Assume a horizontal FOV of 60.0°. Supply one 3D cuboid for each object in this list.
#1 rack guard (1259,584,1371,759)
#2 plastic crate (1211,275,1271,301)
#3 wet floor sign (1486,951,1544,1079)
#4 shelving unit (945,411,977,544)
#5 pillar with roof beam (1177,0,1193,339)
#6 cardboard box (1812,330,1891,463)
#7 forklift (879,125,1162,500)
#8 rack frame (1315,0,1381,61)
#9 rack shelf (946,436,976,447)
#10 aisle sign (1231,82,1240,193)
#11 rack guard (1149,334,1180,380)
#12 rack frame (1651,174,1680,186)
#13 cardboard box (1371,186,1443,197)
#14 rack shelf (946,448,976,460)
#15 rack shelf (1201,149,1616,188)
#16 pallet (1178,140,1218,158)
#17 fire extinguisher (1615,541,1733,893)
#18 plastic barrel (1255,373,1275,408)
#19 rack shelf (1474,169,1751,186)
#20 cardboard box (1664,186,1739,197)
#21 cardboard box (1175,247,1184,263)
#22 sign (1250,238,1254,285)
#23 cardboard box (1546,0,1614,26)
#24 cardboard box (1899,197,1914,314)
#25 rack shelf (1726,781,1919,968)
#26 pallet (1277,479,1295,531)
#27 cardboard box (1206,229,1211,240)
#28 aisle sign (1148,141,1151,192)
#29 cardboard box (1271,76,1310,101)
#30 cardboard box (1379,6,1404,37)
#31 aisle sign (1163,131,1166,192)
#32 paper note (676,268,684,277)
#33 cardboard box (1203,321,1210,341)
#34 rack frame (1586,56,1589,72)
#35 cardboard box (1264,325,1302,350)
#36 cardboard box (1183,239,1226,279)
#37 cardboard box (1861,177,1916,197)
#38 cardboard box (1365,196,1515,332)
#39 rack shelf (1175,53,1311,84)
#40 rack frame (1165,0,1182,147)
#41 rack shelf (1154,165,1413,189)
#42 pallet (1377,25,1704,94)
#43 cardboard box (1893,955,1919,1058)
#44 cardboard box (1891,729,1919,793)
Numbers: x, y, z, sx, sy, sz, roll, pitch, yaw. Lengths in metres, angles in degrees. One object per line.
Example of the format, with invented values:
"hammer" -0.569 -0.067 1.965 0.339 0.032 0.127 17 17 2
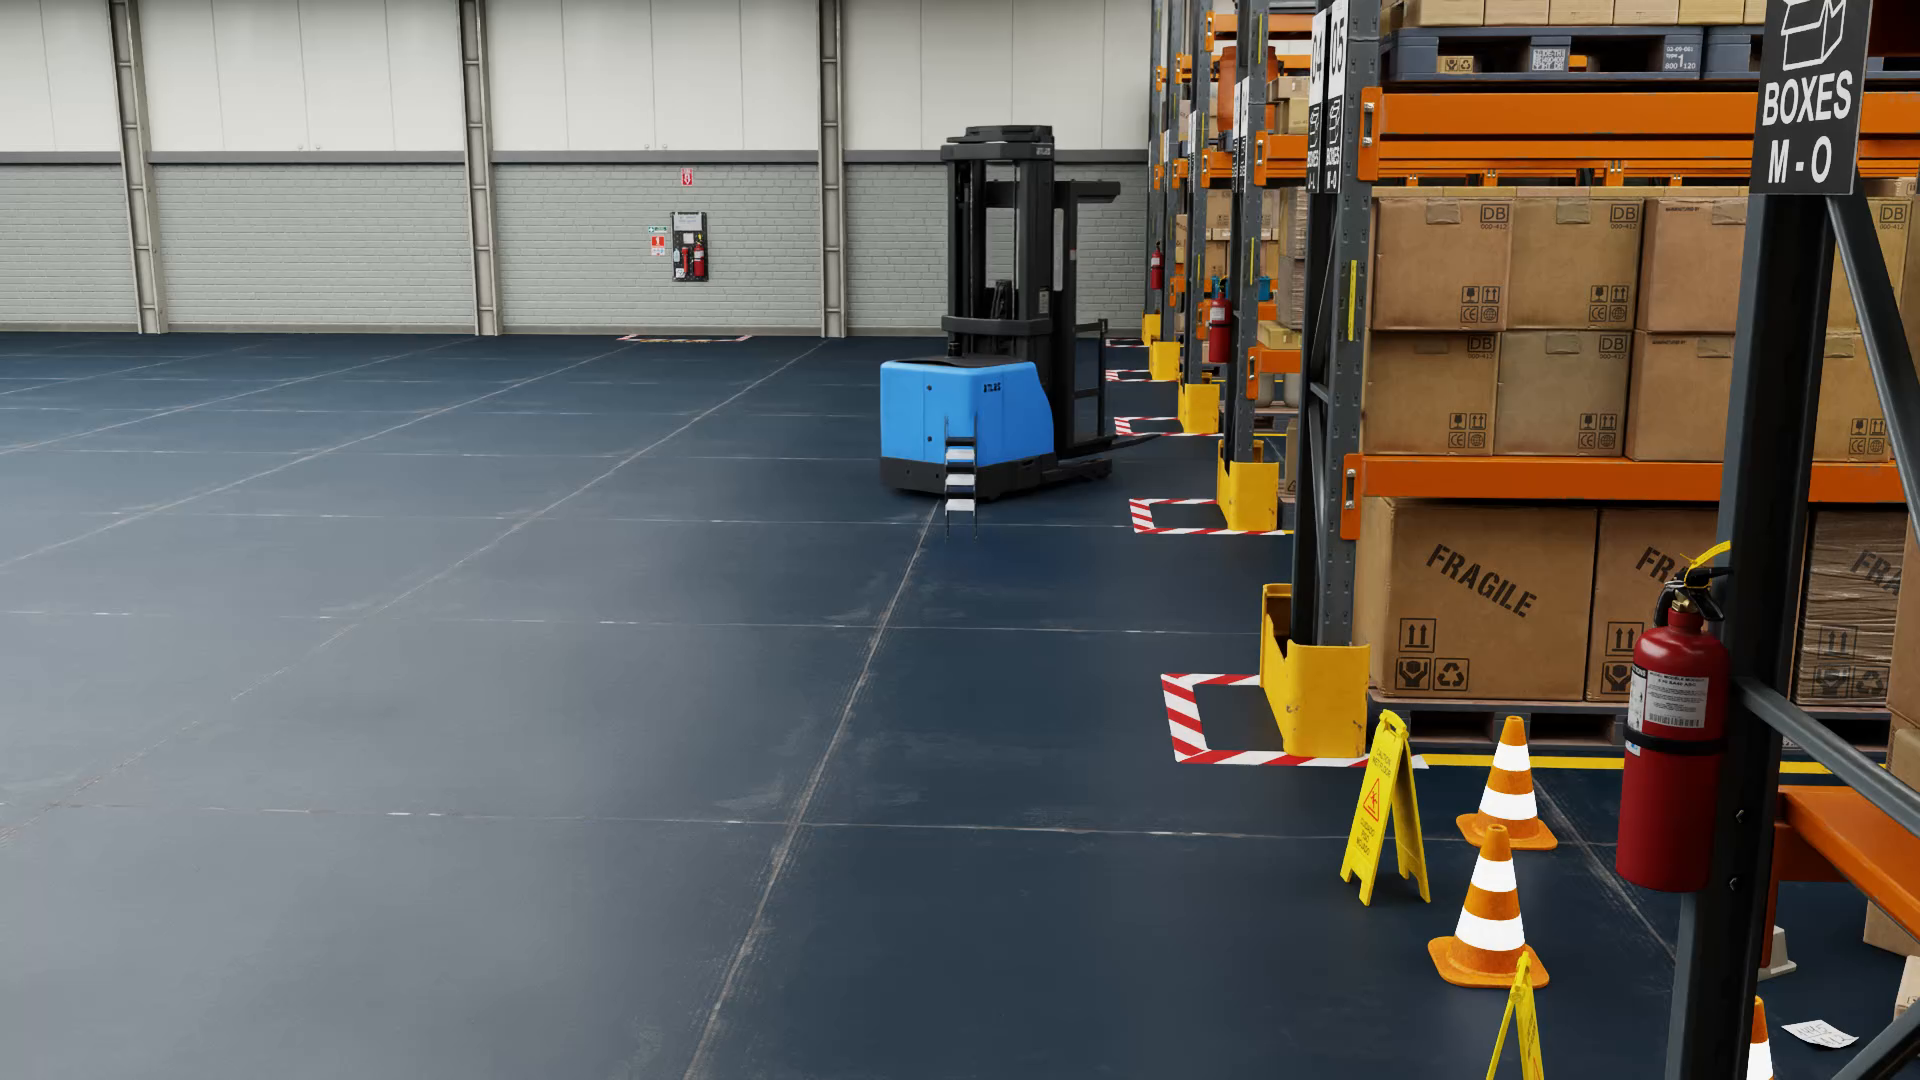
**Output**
"rack guard" 1.636 0.584 7.755 0.348 0.500 1.175 1 12 4
"plastic crate" 2.943 -2.644 17.447 0.616 0.251 0.499 1 12 4
"wet floor sign" 1.312 1.305 3.955 0.232 0.644 0.267 5 13 23
"shelving unit" 0.008 -0.440 11.675 0.210 0.900 0.258 1 12 4
"pillar with roof beam" 3.554 -6.911 22.828 0.400 9.000 9.100 1 12 4
"cardboard box" 3.666 -0.682 7.334 0.500 0.550 0.875 1 12 4
"forklift" 0.658 -1.993 14.140 1.130 2.935 3.031 9 15 38
"rack frame" 1.660 -3.576 6.883 0.127 3.000 1.000 1 12 4
"rack shelf" 0.008 -0.672 11.627 0.200 0.077 0.258 1 12 4
"aisle sign" 2.051 -2.986 12.366 0.004 0.787 0.394 1 12 4
"rack guard" 2.734 -2.452 22.267 0.348 0.500 1.175 1 12 4
"rack frame" 11.068 -4.577 26.324 0.127 3.000 1.000 1 12 4
"cardboard box" 3.122 -2.263 11.850 0.500 0.500 0.500 1 12 4
"rack shelf" 0.008 -0.584 11.645 0.200 0.077 0.258 1 12 4
"rack shelf" 4.419 -3.752 16.808 4.000 0.370 1.077 1 12 4
"pallet" 3.462 -5.085 21.640 1.213 0.211 1.003 1 12 4
"fire extinguisher" 1.347 0.316 3.122 0.183 0.674 0.296 1 12 4
"plastic barrel" 3.085 -1.657 17.415 0.421 0.512 0.421 0 12 0
"rack shelf" 8.745 -4.709 21.383 4.000 0.370 1.077 1 12 4
"cardboard box" 5.117 -2.237 11.722 0.500 0.500 0.500 1 12 4
"cardboard box" 3.551 -4.552 26.519 0.500 0.250 0.500 0 12 2
"sign" 2.057 -1.964 11.716 0.005 0.325 0.100 1 12 4
"cardboard box" 2.485 -2.162 6.794 0.250 0.149 0.380 1 12 4
"cardboard box" 4.200 -1.218 7.260 0.550 0.550 0.875 1 12 4
"rack shelf" 3.426 0.753 2.599 4.000 0.370 1.077 1 12 4
"pallet" 2.977 -0.267 12.528 1.213 0.211 1.003 1 12 4
"cardboard box" 3.136 -3.992 21.697 0.250 0.149 0.380 1 12 3
"aisle sign" 2.994 -5.899 26.293 0.004 0.787 0.394 1 12 4
"cardboard box" 2.352 -3.190 11.758 0.250 0.149 0.380 1 12 3
"cardboard box" 2.015 -2.304 7.472 0.250 0.149 0.380 1 12 4
"aisle sign" 2.712 -5.008 22.034 0.004 0.787 0.394 1 12 4
"paper note" -4.780 -4.563 28.407 0.142 0.148 0.016 1 12 4
"cardboard box" 3.313 -2.955 22.427 0.500 0.500 0.500 1 12 4
"rack frame" 6.415 -5.545 16.296 0.127 3.000 1.000 1 12 4
"cardboard box" 2.361 -1.475 12.109 0.250 0.149 0.380 1 12 4
"cardboard box" 3.223 -3.715 21.956 0.500 0.500 0.700 1 12 4
"cardboard box" 6.867 -2.056 11.780 1.000 1.000 1.000 1 12 4
"cardboard box" 2.028 -1.228 7.309 0.550 0.550 0.875 1 12 4
"rack shelf" 4.754 -6.036 21.379 4.000 0.370 1.077 1 12 4
"rack frame" 2.758 -6.611 21.395 0.127 3.000 1.000 1 12 4
"rack shelf" 5.081 -5.776 26.483 4.000 0.370 1.077 1 12 4
"pallet" 2.401 -2.056 7.161 1.213 0.211 1.003 1 12 4
"cardboard box" 2.873 1.374 4.835 0.250 0.149 0.380 8 14 33
"cardboard box" 1.818 0.458 2.867 0.250 0.149 0.380 1 12 6
